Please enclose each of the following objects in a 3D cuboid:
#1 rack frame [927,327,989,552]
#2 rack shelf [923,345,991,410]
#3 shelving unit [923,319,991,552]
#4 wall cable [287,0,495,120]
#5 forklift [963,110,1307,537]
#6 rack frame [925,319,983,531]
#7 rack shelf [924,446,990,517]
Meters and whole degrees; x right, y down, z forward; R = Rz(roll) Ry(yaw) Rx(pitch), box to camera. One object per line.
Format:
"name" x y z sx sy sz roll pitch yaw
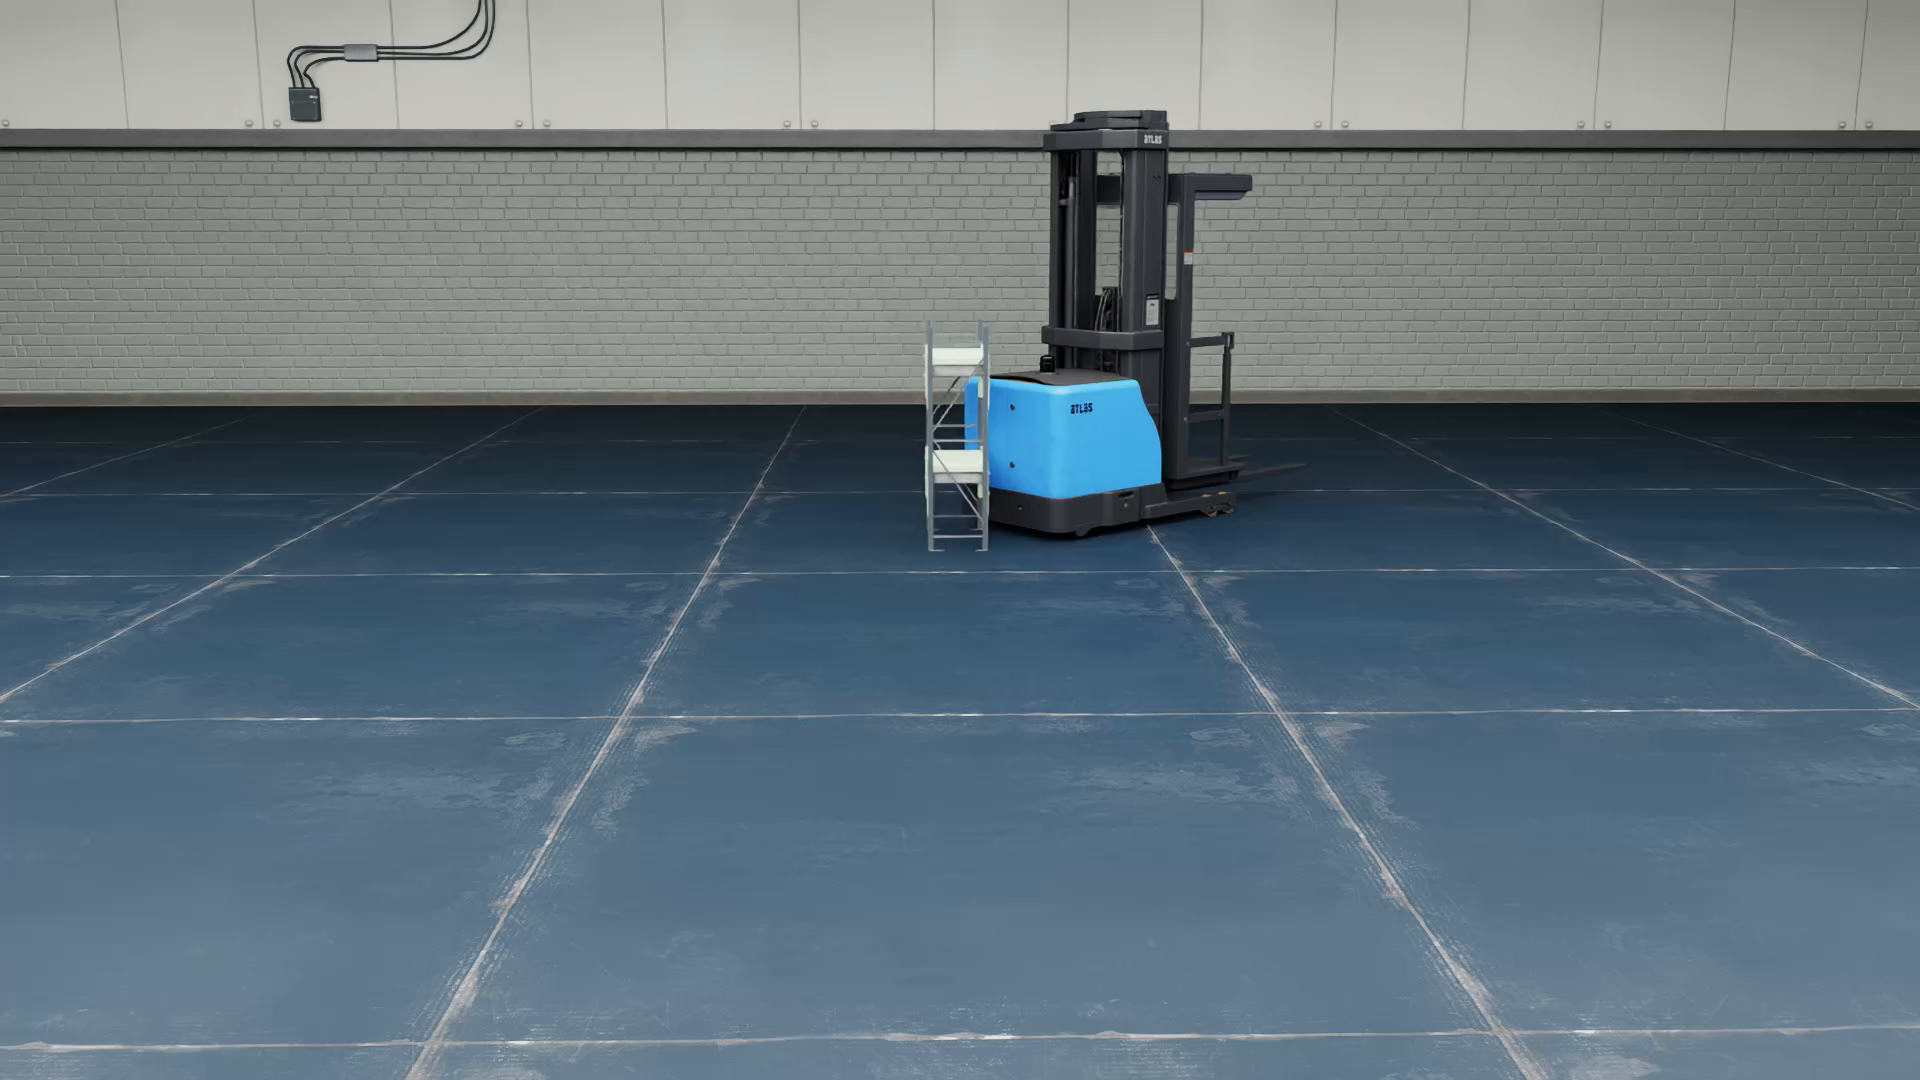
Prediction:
"rack frame" -0.013 -0.657 11.028 0.400 1.500 0.023 0 11 -2
"rack shelf" -0.027 -1.113 11.308 0.431 0.370 0.720 0 11 -2
"shelving unit" -0.027 -0.730 11.386 0.431 1.500 0.755 0 11 -2
"wall cable" -6.287 -7.622 17.943 2.305 6.003 0.169 0 11 -1
"forklift" 1.458 -1.681 12.471 3.031 2.935 1.130 -10 15 -40
"rack frame" -0.041 -0.803 11.744 0.400 1.500 0.023 0 11 -2
"rack shelf" -0.027 -0.411 11.451 0.431 0.370 0.720 0 11 -2
